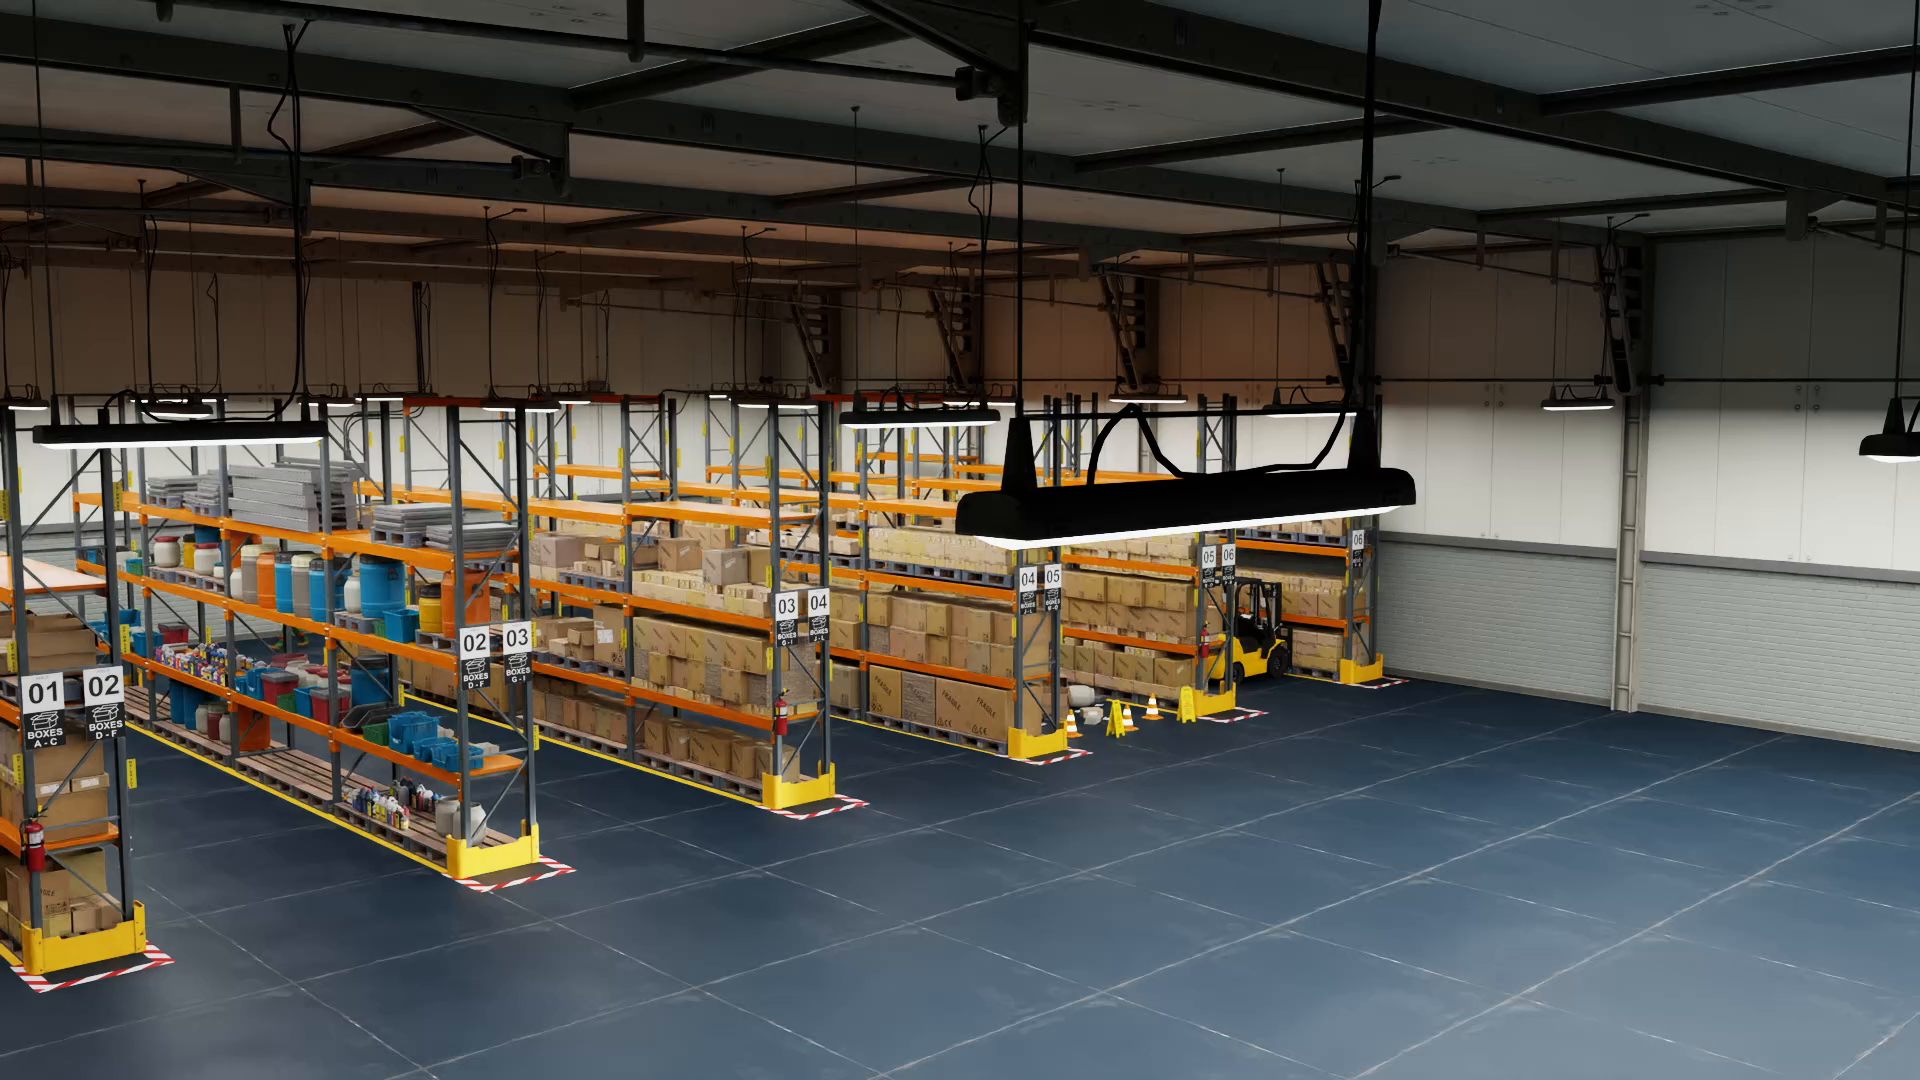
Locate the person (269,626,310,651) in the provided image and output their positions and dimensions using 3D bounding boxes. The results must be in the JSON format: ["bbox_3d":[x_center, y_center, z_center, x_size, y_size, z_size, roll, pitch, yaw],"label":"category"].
[{"bbox_3d":[-15.748,1.712,38.963,0.510,1.706,1.138,4,7,33],"label":"person"}]
